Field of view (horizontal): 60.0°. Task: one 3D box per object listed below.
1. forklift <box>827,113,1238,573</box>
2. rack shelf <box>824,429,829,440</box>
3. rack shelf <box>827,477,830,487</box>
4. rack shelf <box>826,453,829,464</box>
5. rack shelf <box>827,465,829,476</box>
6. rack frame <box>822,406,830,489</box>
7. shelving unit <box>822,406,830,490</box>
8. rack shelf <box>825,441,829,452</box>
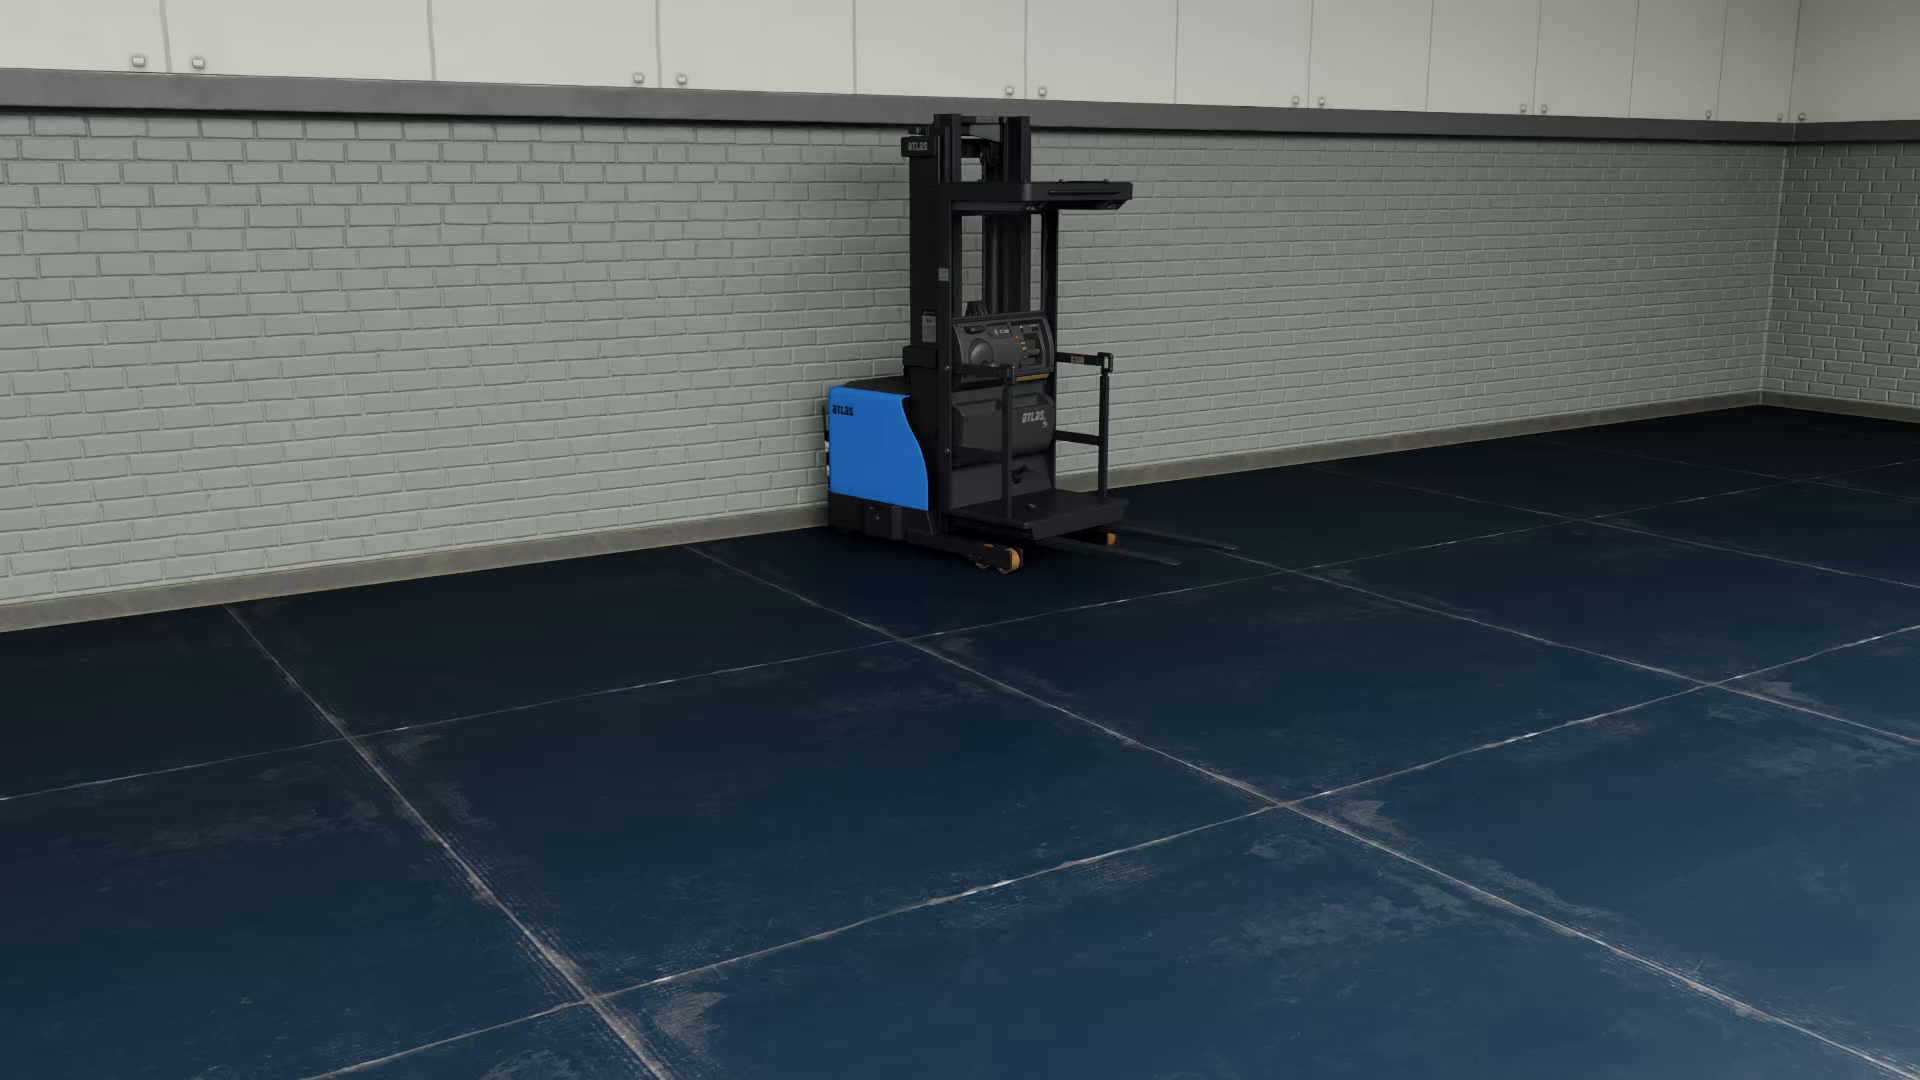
[{"bbox_3d":[0.453,-1.339,11.124,3.031,2.935,1.130,12,17,43],"label":"forklift"},{"bbox_3d":[-0.841,-0.782,12.214,0.258,0.077,0.200,-13,17,-33],"label":"rack shelf"},{"bbox_3d":[-0.818,-0.434,12.304,0.258,0.077,0.200,-13,17,-33],"label":"rack shelf"},{"bbox_3d":[-0.829,-0.608,12.259,0.258,0.077,0.200,-13,17,-33],"label":"rack shelf"},{"bbox_3d":[-0.823,-0.521,12.282,0.258,0.077,0.200,-13,17,-33],"label":"rack shelf"},{"bbox_3d":[-0.884,-0.570,12.354,0.240,0.900,0.006,-13,17,-33],"label":"rack frame"},{"bbox_3d":[-0.826,-0.553,12.273,0.258,0.900,0.210,-13,17,-33],"label":"shelving unit"},{"bbox_3d":[-0.835,-0.695,12.237,0.258,0.077,0.200,-13,17,-33],"label":"rack shelf"}]
